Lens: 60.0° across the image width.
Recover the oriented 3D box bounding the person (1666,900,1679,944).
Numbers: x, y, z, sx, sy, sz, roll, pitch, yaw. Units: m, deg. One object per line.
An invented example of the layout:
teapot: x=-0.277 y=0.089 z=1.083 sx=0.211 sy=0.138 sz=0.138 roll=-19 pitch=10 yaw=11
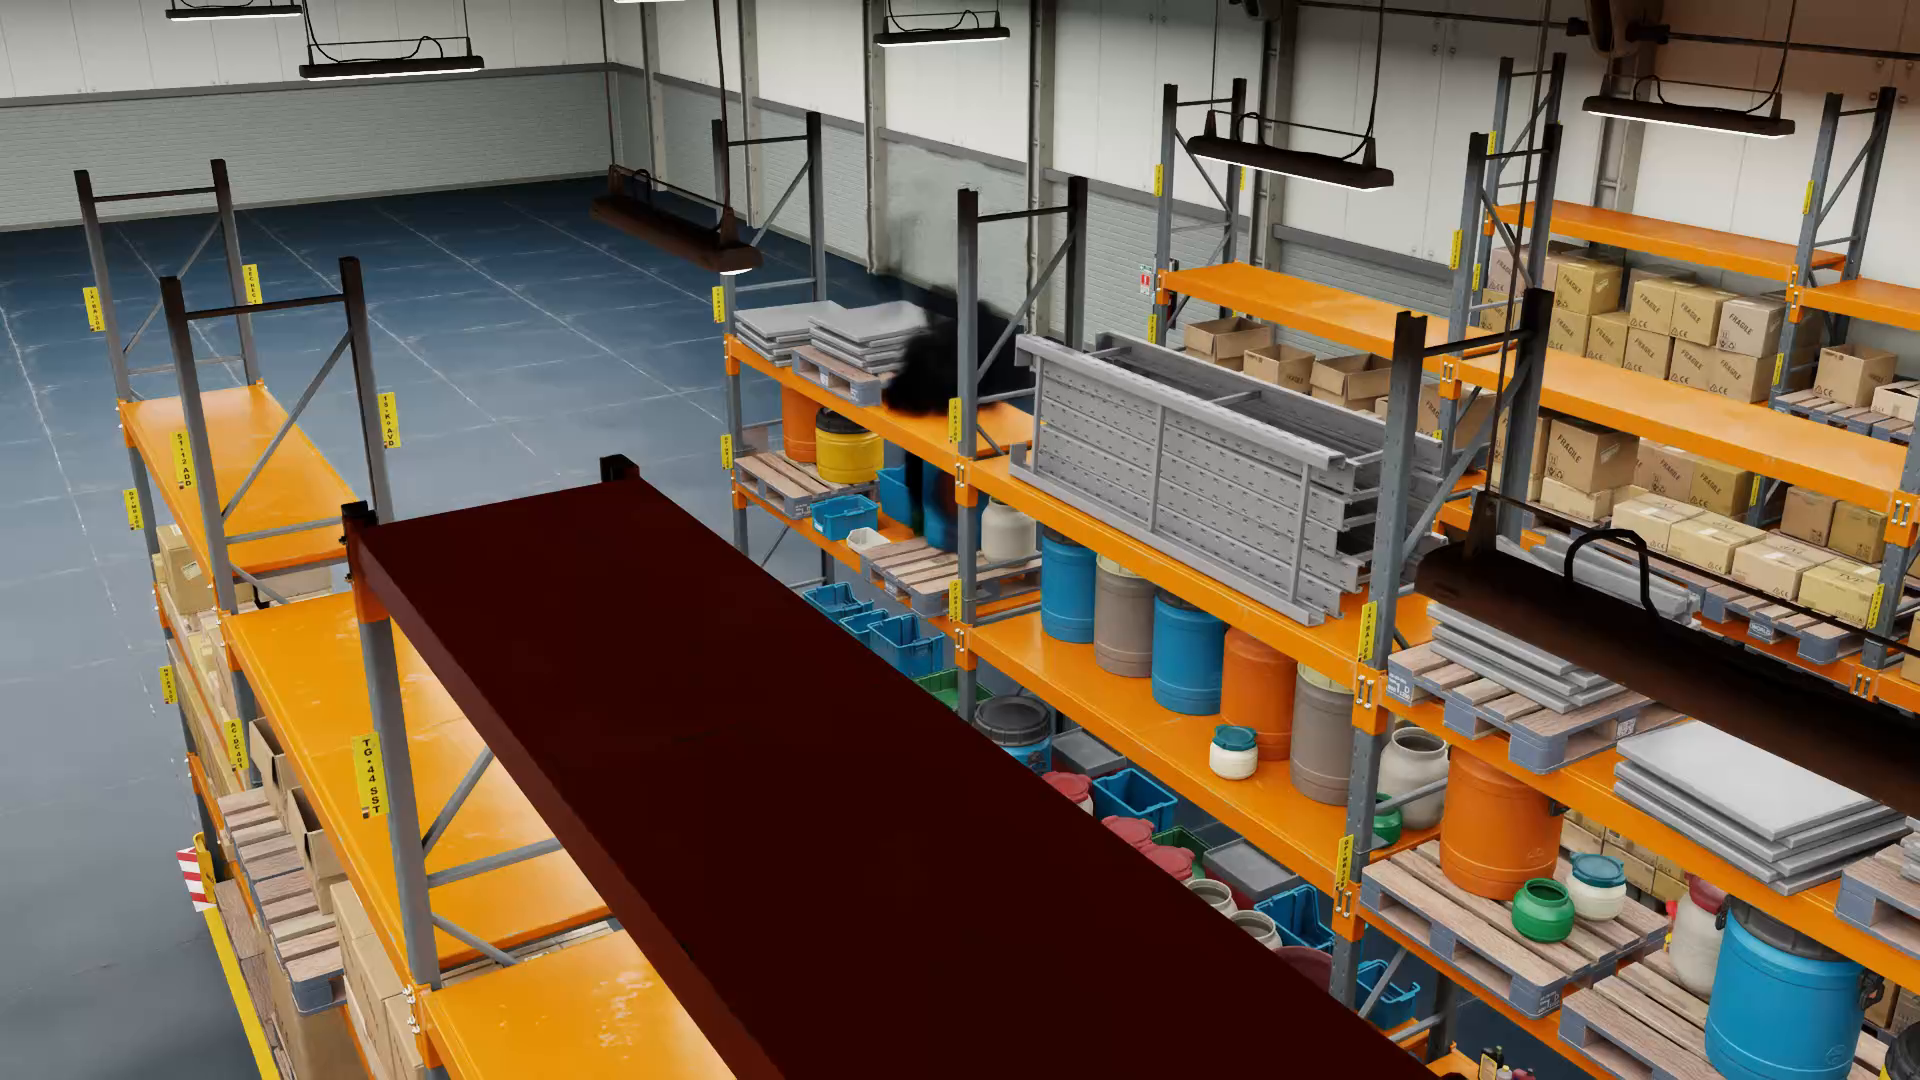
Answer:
person: x=4.686 y=3.129 z=11.177 sx=0.650 sy=1.685 sz=0.562 roll=-17 pitch=28 yaw=-36
